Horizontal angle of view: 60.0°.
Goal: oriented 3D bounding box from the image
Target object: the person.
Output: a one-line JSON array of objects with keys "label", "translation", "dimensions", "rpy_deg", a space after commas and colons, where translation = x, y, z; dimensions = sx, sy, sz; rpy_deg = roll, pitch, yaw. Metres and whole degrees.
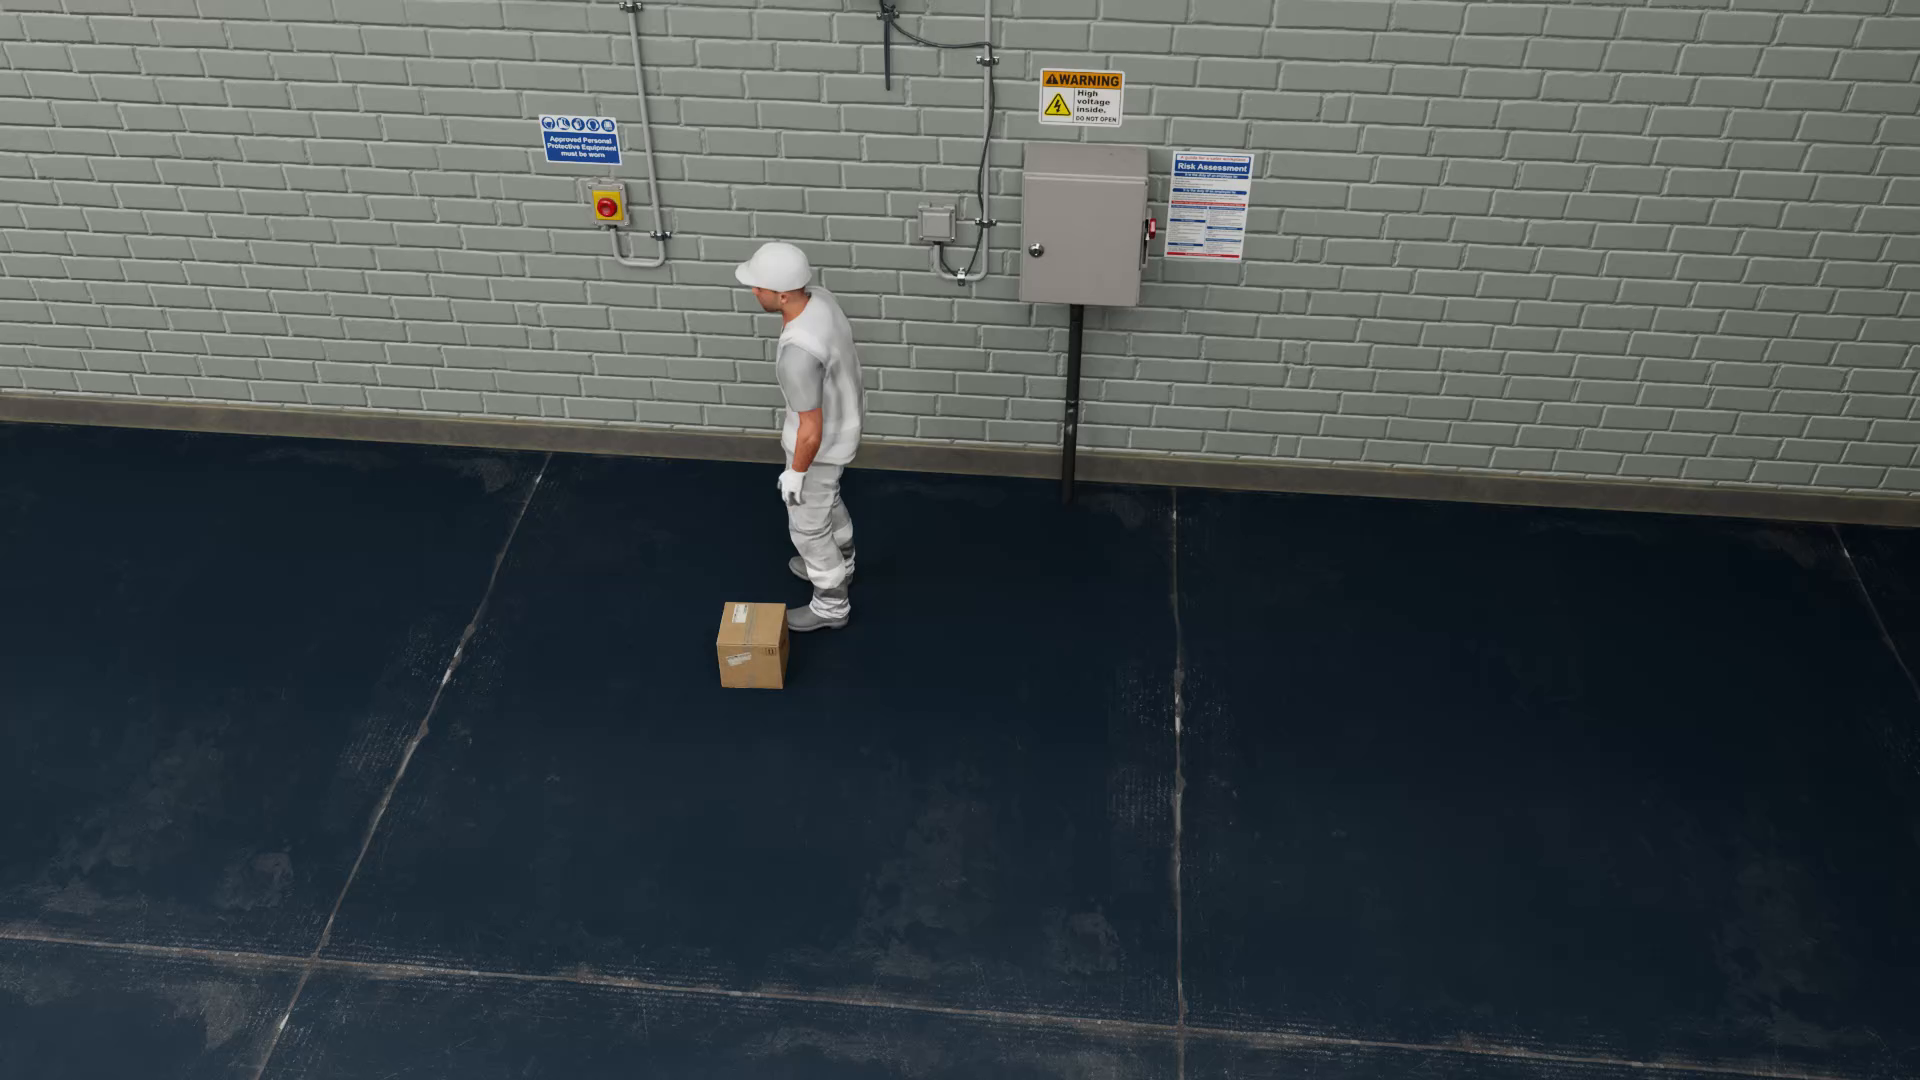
[{"label": "person", "translation": [-0.602, -0.403, 6.629], "dimensions": [0.452, 1.779, 0.607], "rpy_deg": [3, 40, 4]}]
